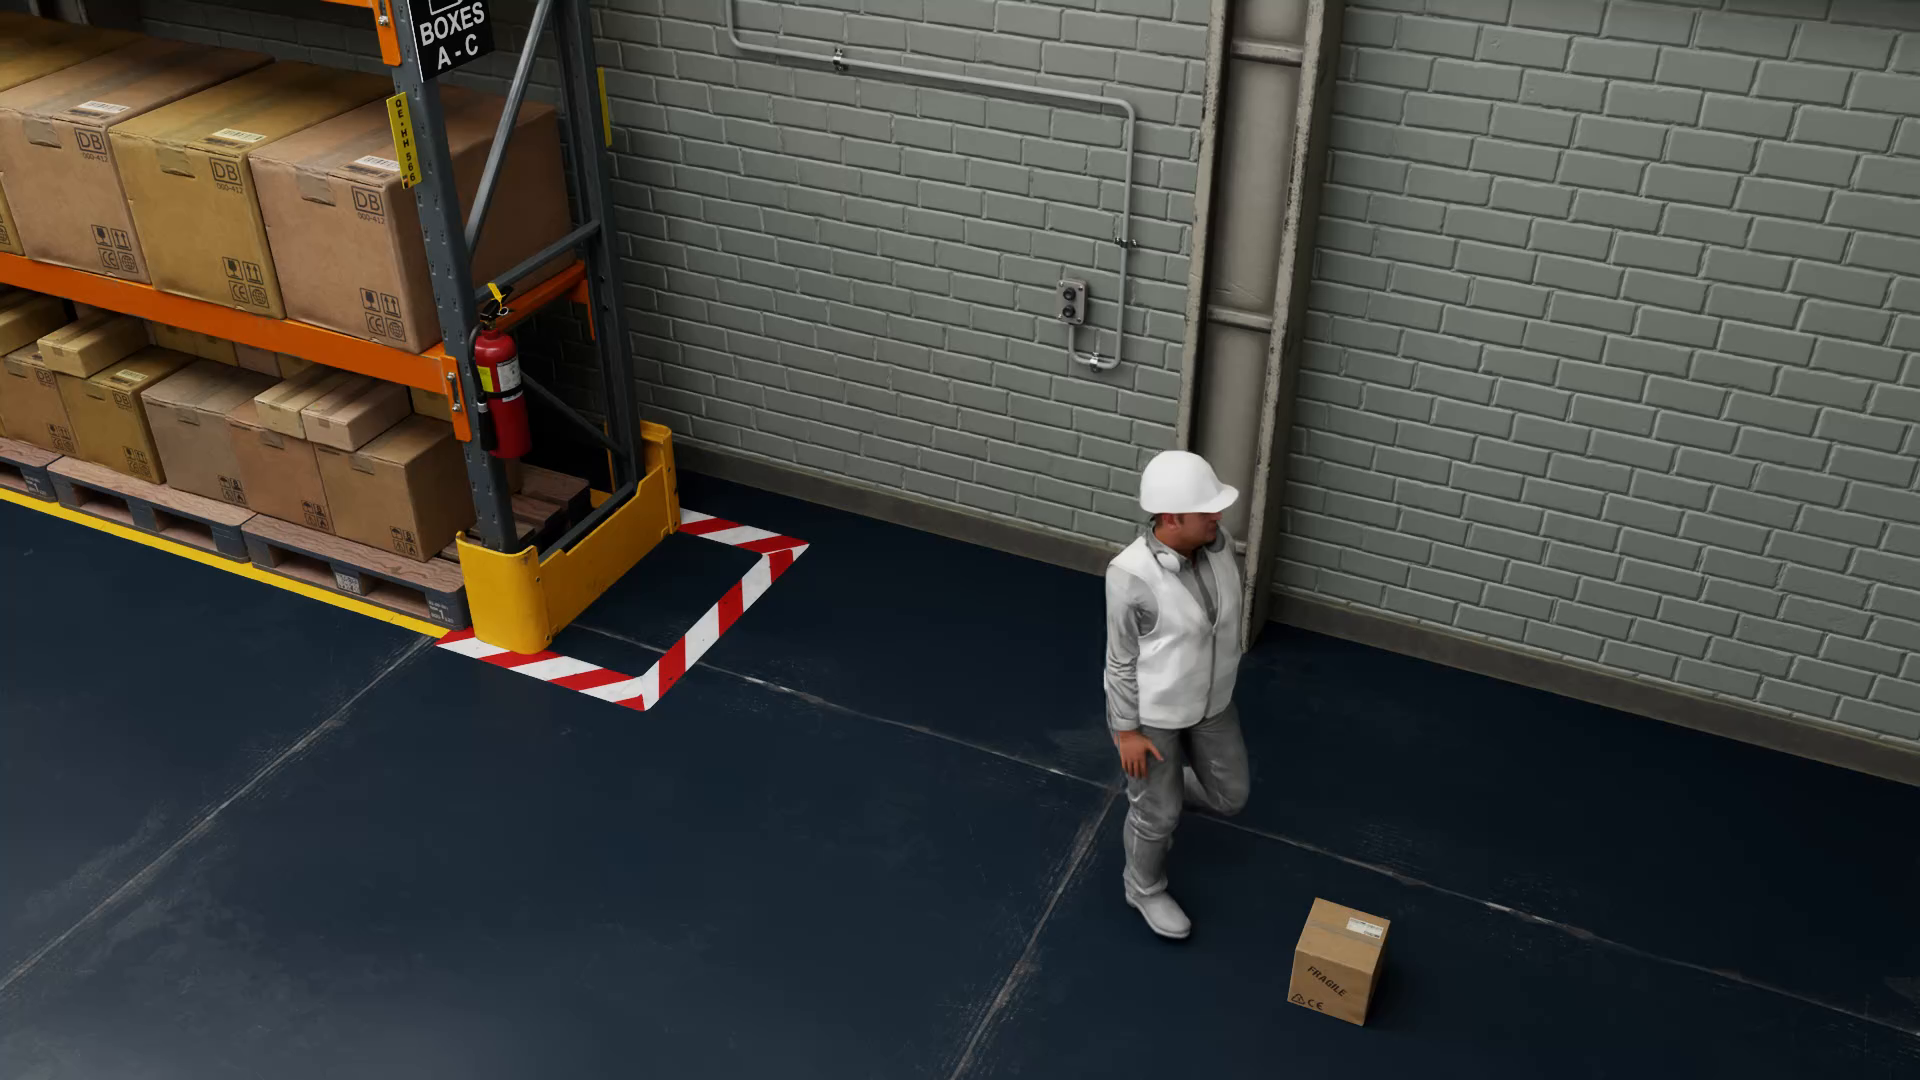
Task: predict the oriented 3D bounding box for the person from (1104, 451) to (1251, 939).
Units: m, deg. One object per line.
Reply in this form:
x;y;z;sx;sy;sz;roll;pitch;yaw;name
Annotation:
0.671;0.487;5.354;0.552;1.764;0.526;-21;39;-29;person
